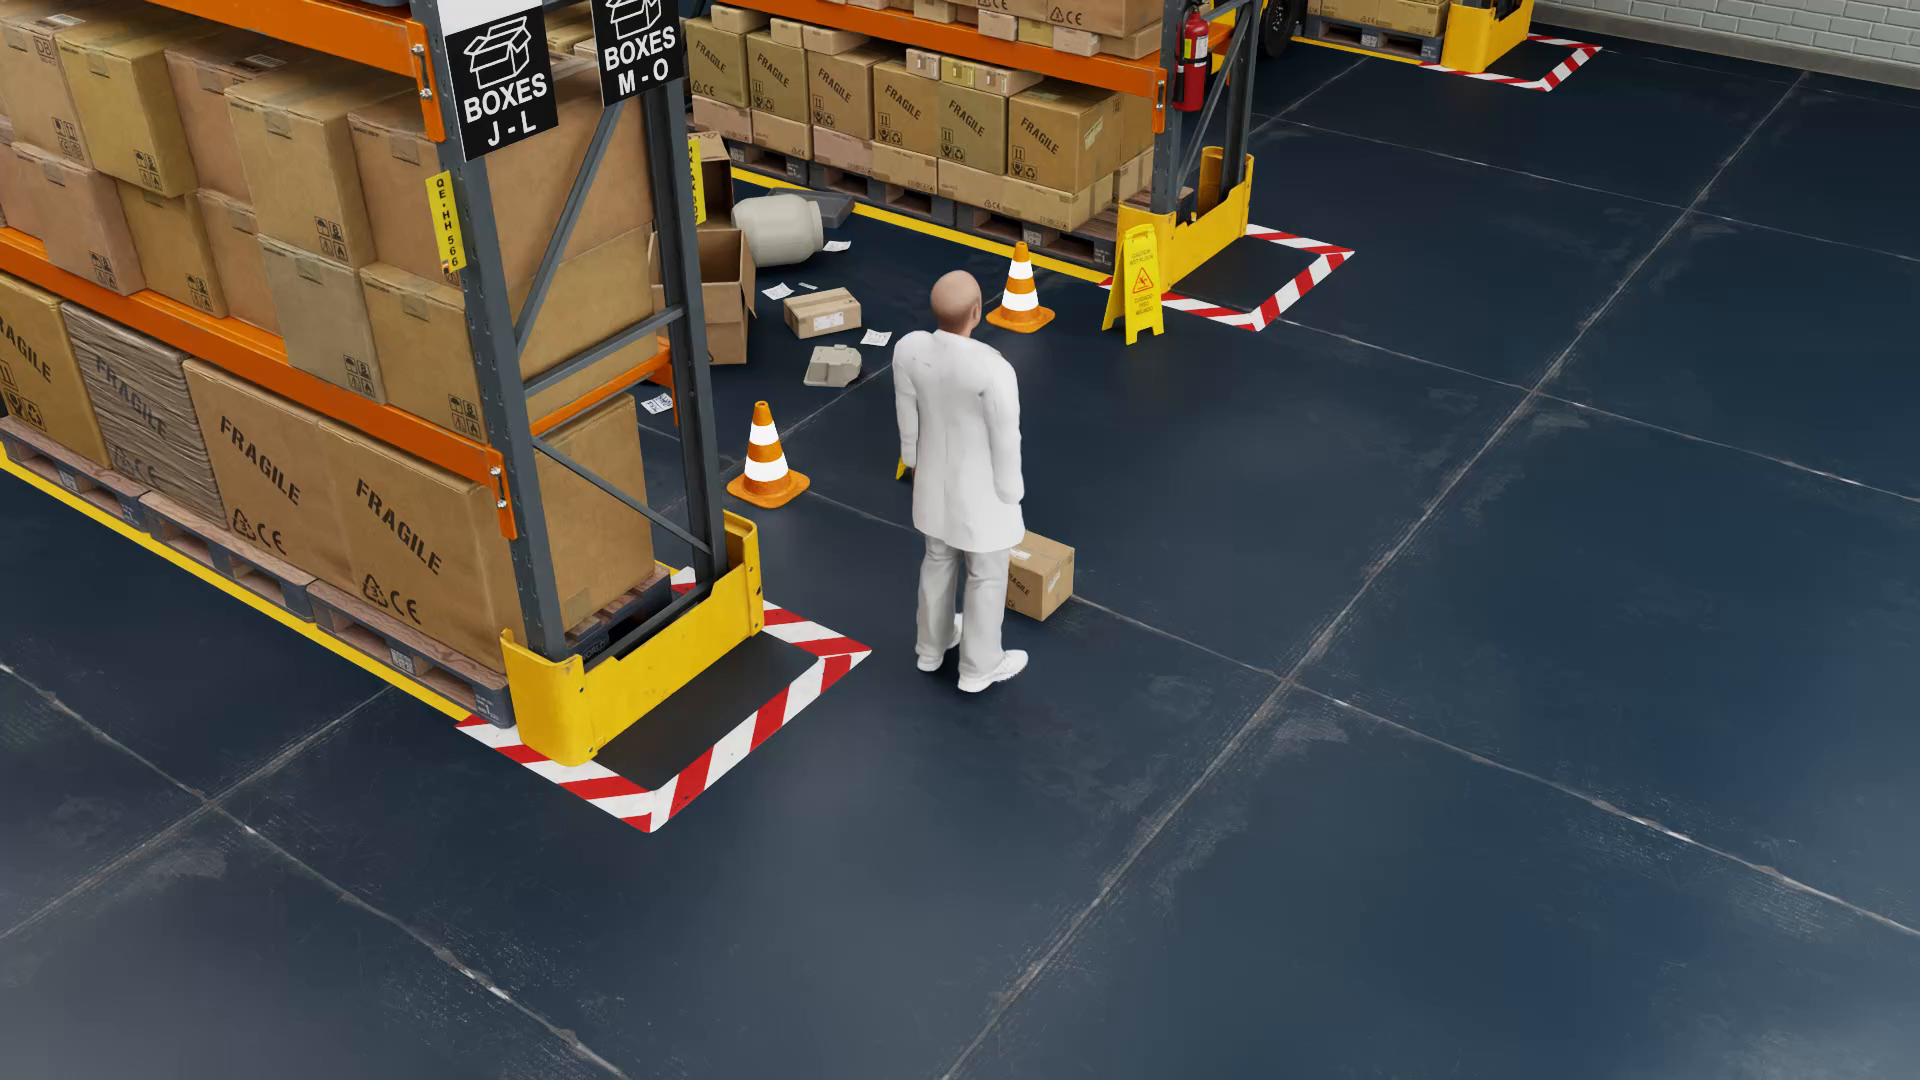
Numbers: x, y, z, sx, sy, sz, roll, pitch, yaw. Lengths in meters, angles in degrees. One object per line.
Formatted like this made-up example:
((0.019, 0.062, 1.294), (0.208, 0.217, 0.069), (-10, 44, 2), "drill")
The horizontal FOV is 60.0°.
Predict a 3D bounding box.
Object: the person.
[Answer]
((0.005, -0.229, 6.511), (0.565, 1.795, 0.395), (22, 40, 29), "person")
